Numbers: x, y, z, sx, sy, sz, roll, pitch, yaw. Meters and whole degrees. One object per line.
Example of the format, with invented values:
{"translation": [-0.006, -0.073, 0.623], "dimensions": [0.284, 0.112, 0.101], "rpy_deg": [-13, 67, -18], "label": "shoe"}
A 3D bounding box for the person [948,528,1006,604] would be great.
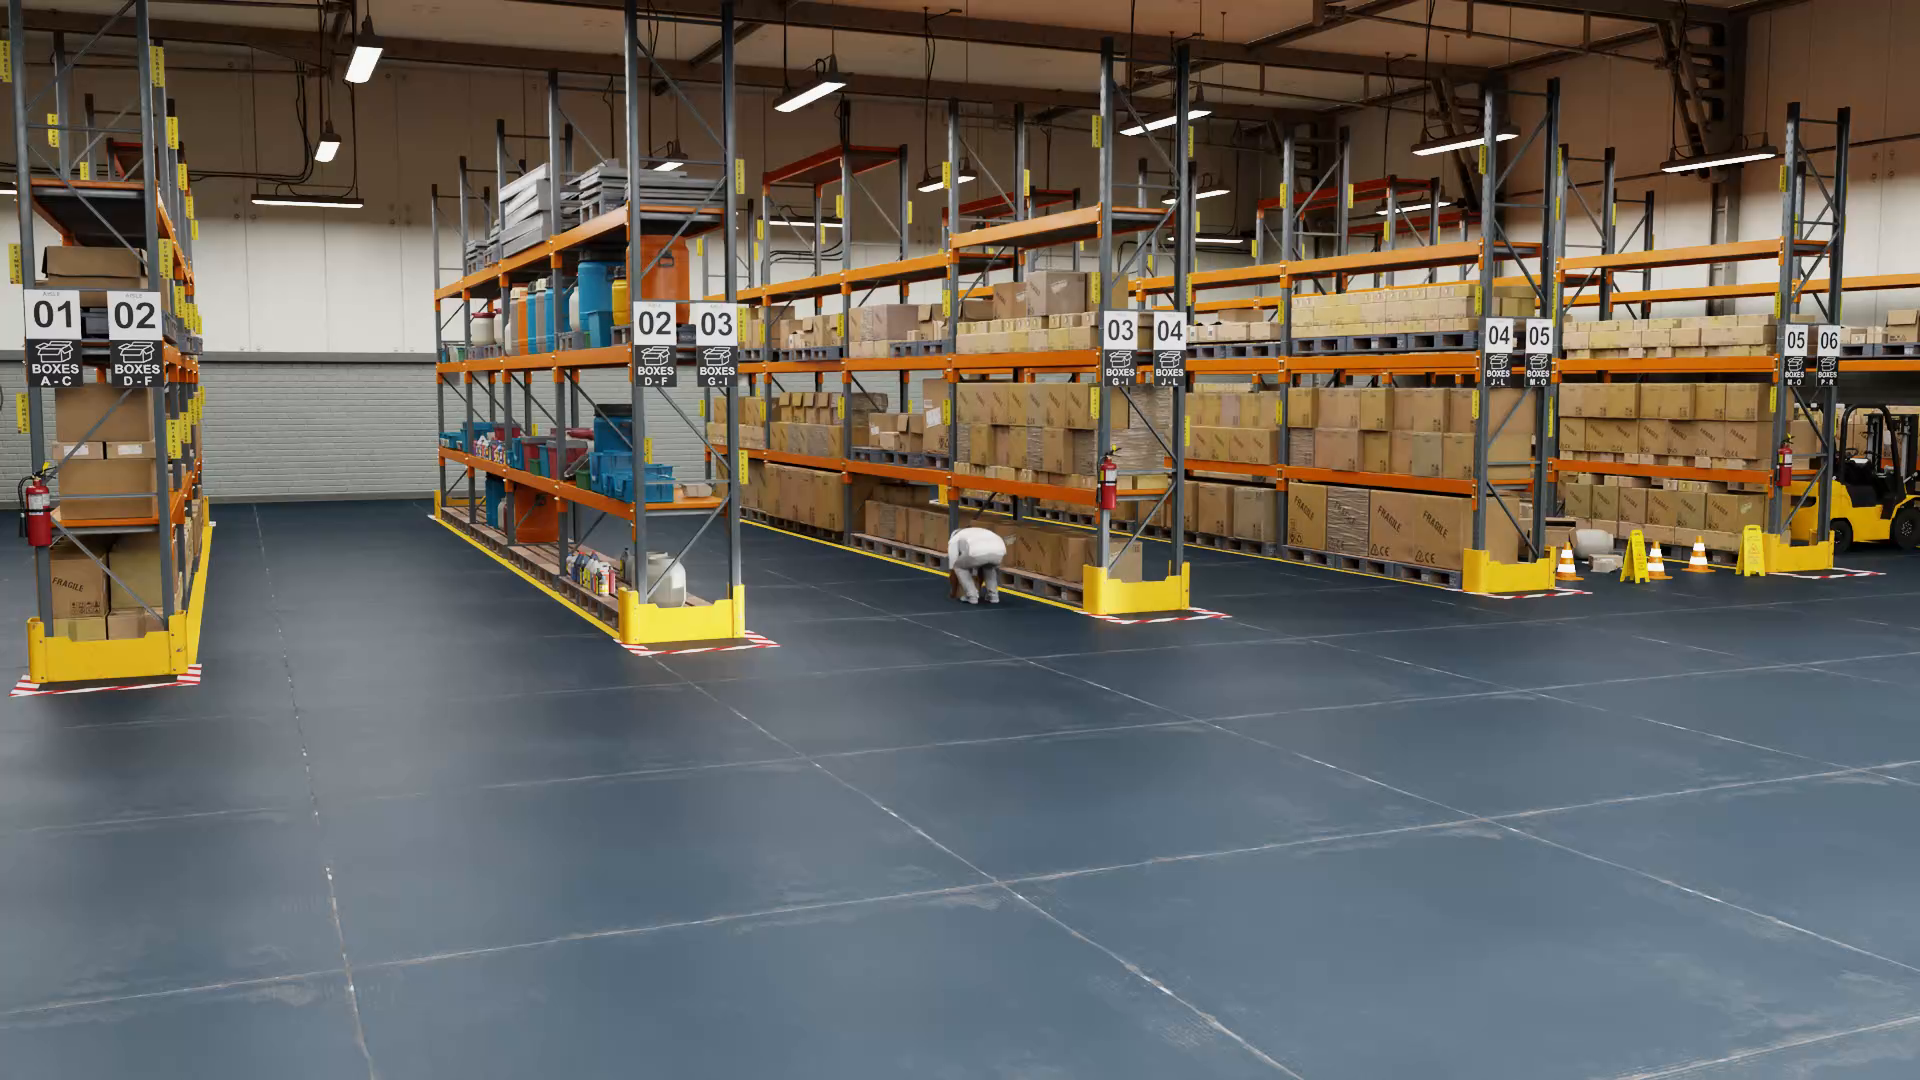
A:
{"translation": [0.153, 0.284, 18.785], "dimensions": [0.526, 0.838, 0.978], "rpy_deg": [-2, 6, -22], "label": "person"}
